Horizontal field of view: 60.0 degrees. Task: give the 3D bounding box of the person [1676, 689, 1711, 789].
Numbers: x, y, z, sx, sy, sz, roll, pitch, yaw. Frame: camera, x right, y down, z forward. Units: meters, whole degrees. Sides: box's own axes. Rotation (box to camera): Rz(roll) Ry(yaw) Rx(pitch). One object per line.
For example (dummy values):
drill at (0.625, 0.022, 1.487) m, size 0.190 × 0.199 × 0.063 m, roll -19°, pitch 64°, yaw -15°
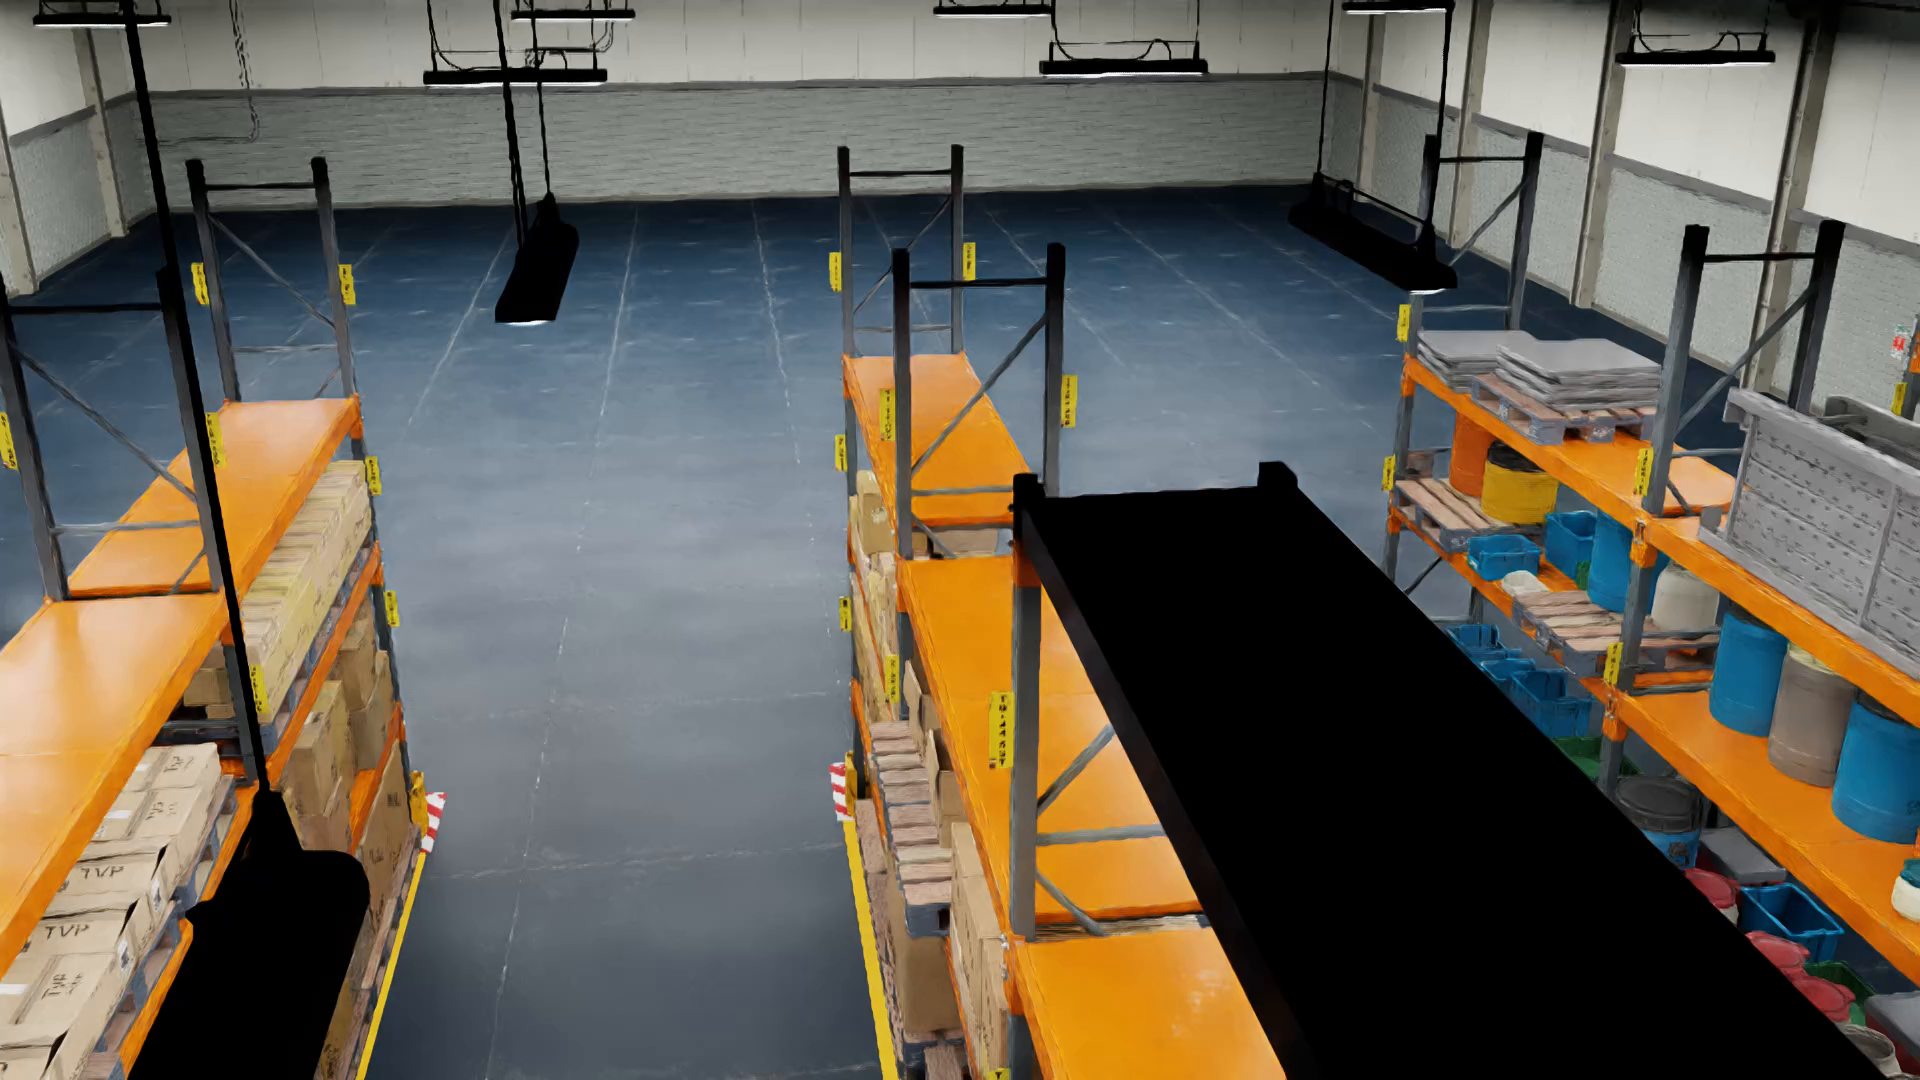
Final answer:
person at (7.006, 1.636, 15.174) m, size 0.702 × 1.698 × 0.801 m, roll -11°, pitch 24°, yaw -26°
